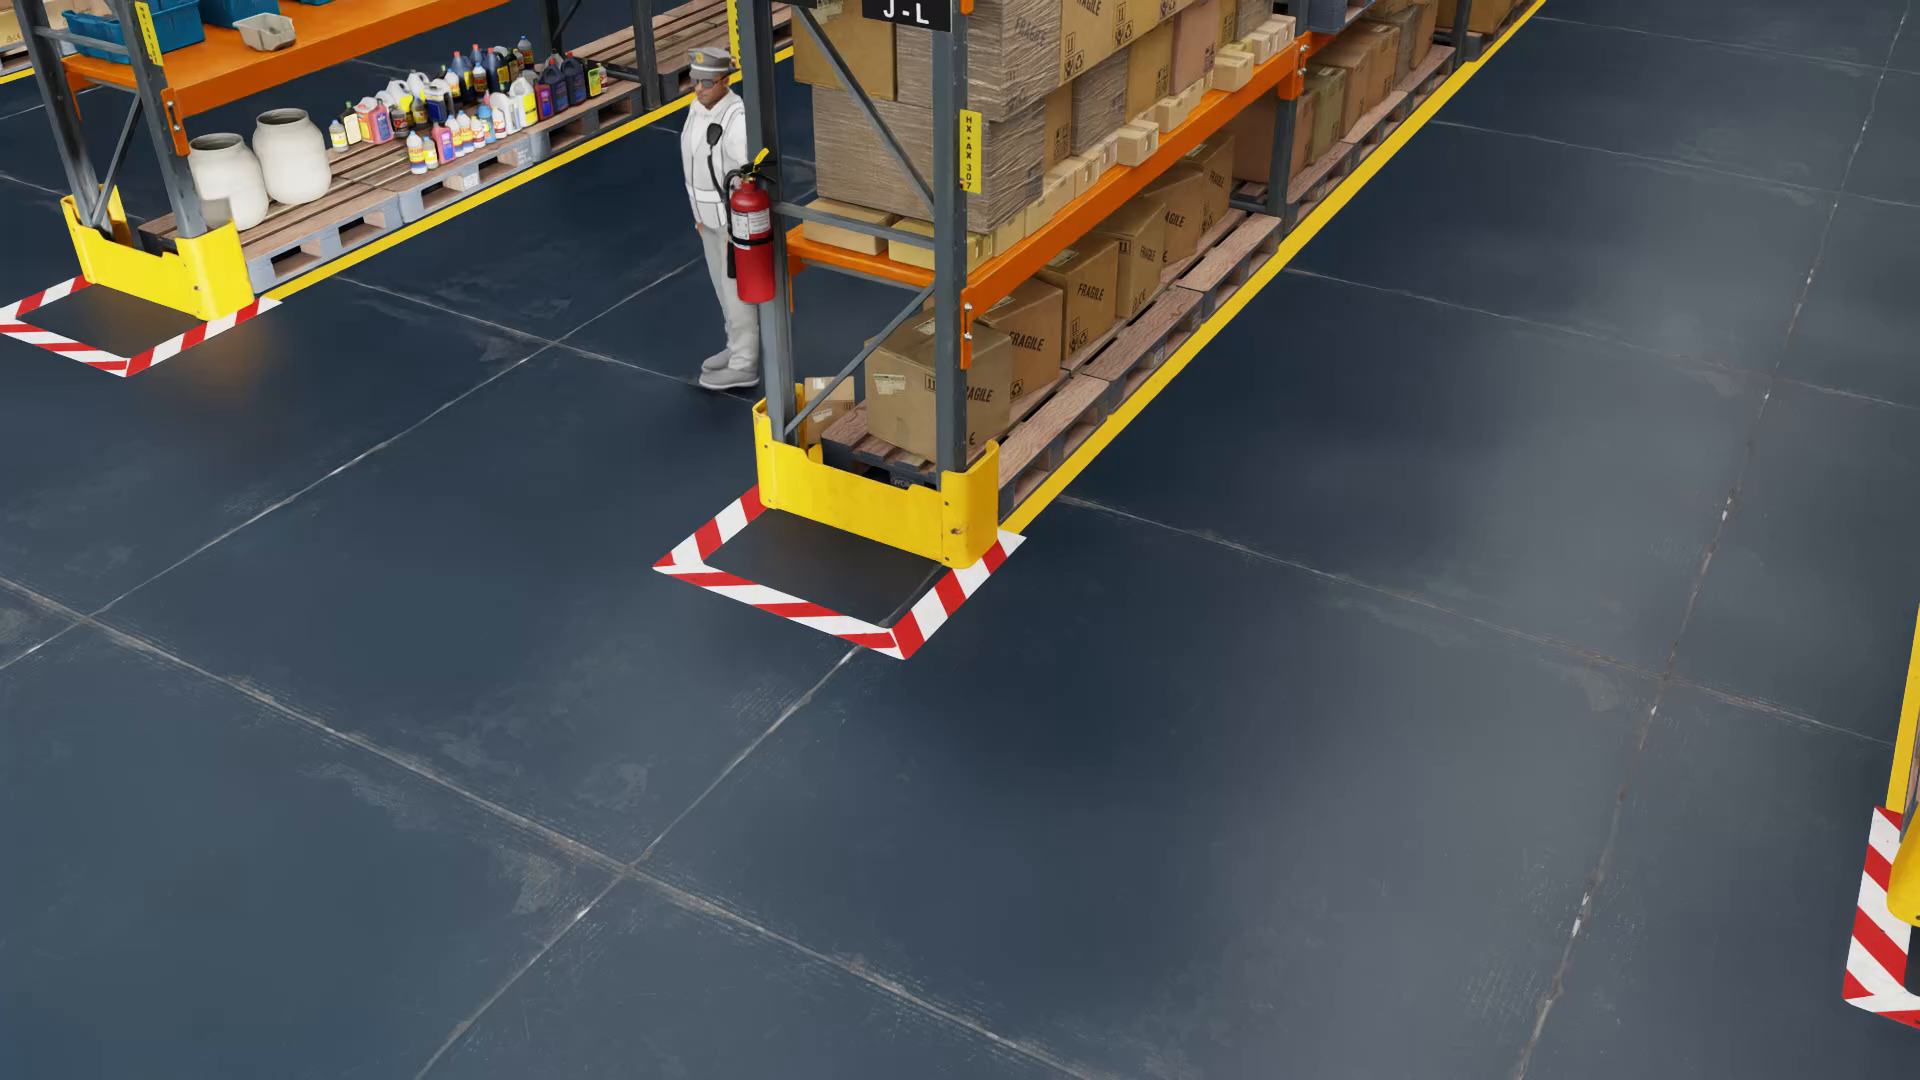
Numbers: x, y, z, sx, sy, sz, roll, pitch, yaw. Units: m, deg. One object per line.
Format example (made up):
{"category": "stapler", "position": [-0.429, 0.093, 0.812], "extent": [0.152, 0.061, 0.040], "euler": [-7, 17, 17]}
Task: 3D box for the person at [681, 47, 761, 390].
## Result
{"category": "person", "position": [-1.232, -1.659, 8.573], "extent": [0.498, 1.775, 0.556], "euler": [-24, 41, -31]}
